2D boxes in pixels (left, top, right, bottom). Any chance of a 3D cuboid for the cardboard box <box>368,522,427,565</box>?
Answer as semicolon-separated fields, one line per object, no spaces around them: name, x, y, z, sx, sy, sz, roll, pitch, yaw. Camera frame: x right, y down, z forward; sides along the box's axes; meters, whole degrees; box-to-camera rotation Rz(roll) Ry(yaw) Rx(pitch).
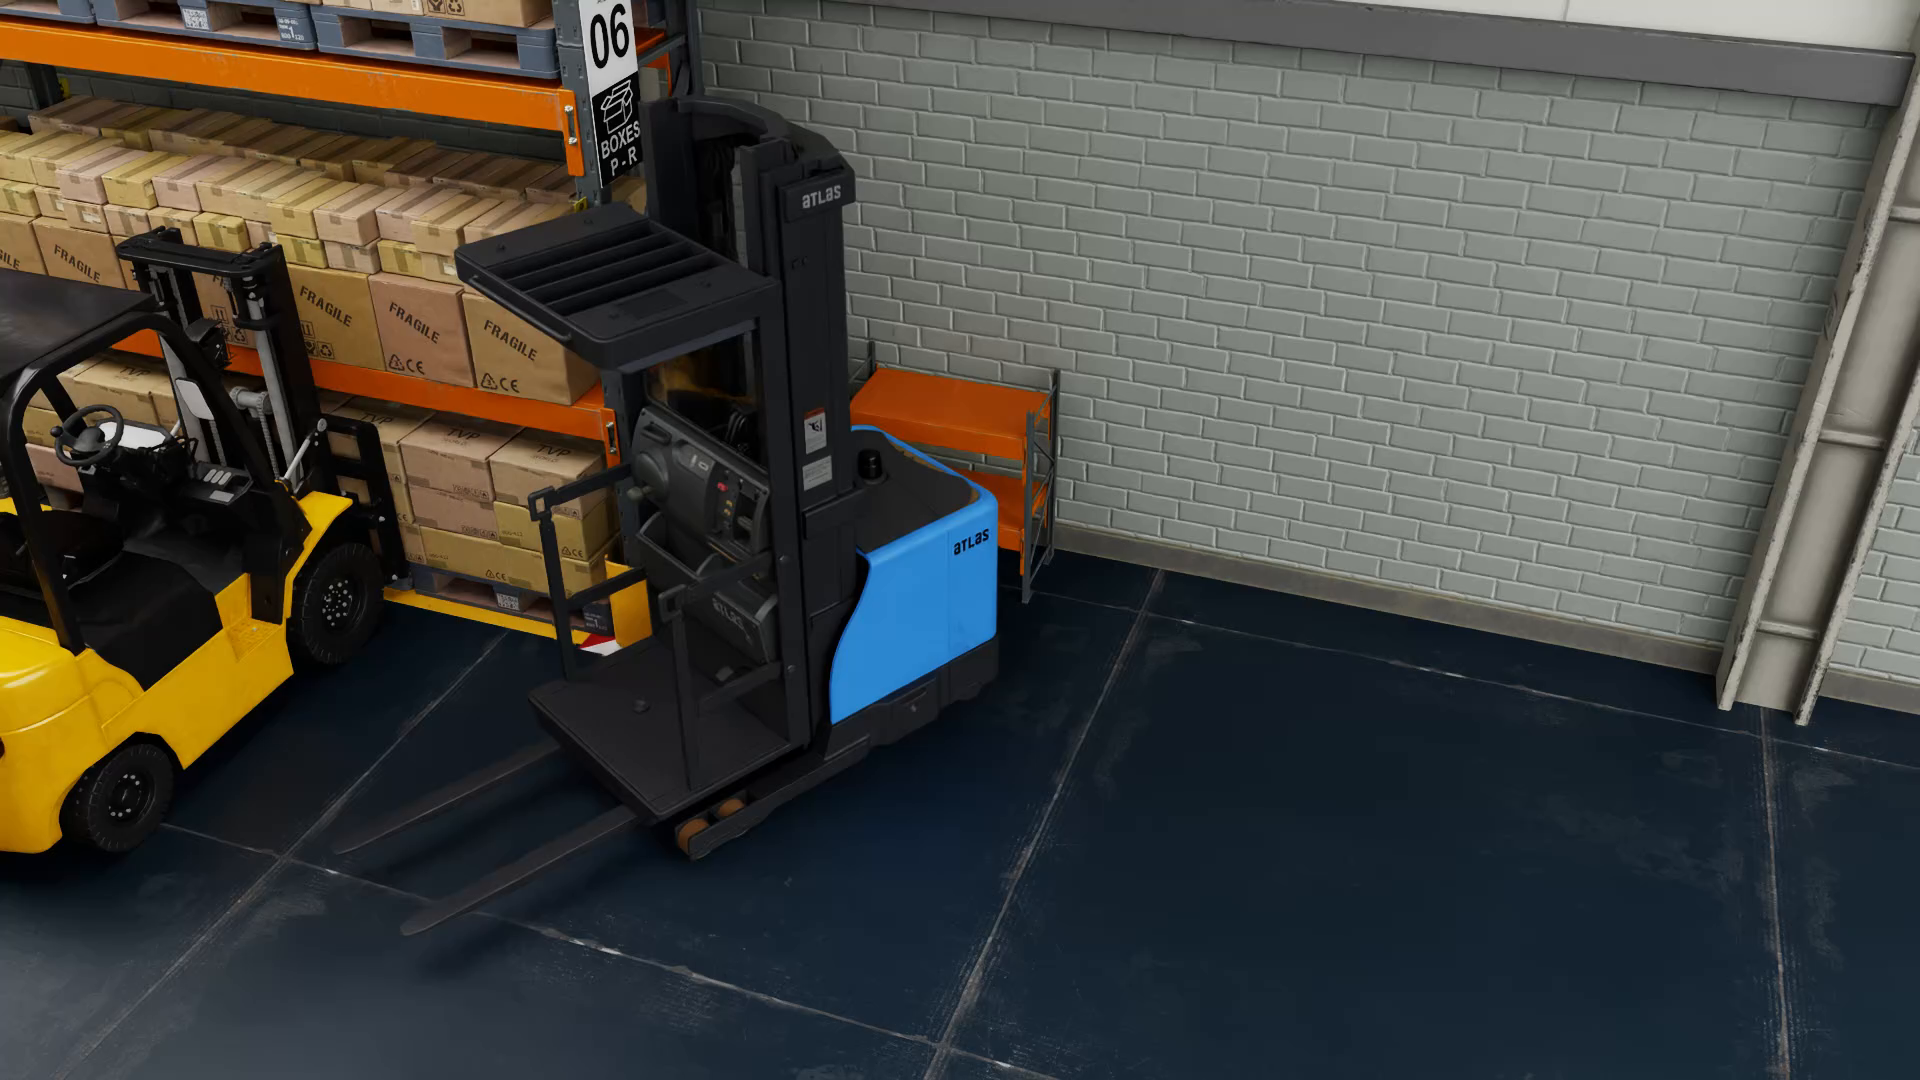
cardboard box;-2.910;-0.144;8.824;0.500;0.250;0.500;11;35;17

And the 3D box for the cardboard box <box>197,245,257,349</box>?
cardboard box;-3.425;-1.284;8.349;0.500;0.500;0.500;11;35;17

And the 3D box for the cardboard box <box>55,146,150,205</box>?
cardboard box;-4.266;-1.825;8.314;0.250;0.149;0.380;12;35;18

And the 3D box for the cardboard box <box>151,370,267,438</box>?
cardboard box;-3.894;-0.747;8.836;0.500;0.250;0.500;12;35;18

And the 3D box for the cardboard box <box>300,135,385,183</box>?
cardboard box;-3.119;-1.914;8.453;0.250;0.149;0.380;11;34;17

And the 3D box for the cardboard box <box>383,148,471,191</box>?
cardboard box;-2.645;-1.811;8.293;0.250;0.149;0.380;12;35;18

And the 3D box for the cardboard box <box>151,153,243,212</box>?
cardboard box;-3.754;-1.773;8.234;0.250;0.149;0.380;11;34;16

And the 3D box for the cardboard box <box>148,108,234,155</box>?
cardboard box;-4.059;-2.151;8.820;0.250;0.149;0.380;10;34;16

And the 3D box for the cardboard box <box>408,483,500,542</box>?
cardboard box;-2.460;-0.264;8.549;0.500;0.250;0.500;11;34;16

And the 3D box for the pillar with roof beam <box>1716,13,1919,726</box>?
pillar with roof beam;2.416;-0.818;2.189;0.400;9.000;9.100;11;34;16

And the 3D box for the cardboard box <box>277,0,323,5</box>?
cardboard box;-2.858;-2.722;7.332;0.500;0.500;0.700;11;35;17

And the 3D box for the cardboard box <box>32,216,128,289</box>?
cardboard box;-4.368;-1.479;8.651;0.500;0.500;0.500;12;35;17

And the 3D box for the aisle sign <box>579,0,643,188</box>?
aisle sign;-1.465;-1.937;7.055;0.004;0.787;0.394;11;34;16

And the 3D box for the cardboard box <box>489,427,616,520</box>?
cardboard box;-1.967;-0.373;8.256;0.500;0.250;0.500;12;35;18

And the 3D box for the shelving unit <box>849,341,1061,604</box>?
shelving unit;-0.062;-0.360;8.738;1.048;1.125;0.538;11;34;16

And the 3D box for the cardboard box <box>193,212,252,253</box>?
cardboard box;-3.534;-1.567;8.190;0.250;0.149;0.380;10;34;15

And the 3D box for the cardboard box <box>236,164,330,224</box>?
cardboard box;-3.282;-1.681;8.093;0.250;0.149;0.380;12;35;17

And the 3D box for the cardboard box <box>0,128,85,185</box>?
cardboard box;-4.711;-1.975;8.548;0.250;0.149;0.380;12;35;17

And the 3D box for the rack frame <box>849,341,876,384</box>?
rack frame;-0.543;-0.449;8.877;0.032;1.125;0.500;11;34;16

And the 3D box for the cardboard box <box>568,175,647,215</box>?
cardboard box;-1.672;-1.616;7.992;0.250;0.149;0.380;10;34;16

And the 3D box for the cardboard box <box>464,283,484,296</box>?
cardboard box;-2.100;-1.273;7.734;0.250;0.149;0.380;12;35;17

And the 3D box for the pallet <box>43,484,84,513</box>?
pallet;-4.459;-0.400;9.643;1.213;0.211;1.003;11;34;16

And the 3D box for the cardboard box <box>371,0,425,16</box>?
cardboard box;-2.311;-2.376;7.119;0.250;0.149;0.380;10;34;15

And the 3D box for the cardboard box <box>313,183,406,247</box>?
cardboard box;-2.827;-1.542;7.876;0.250;0.149;0.380;12;35;18

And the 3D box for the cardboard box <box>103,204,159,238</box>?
cardboard box;-4.030;-1.648;8.316;0.250;0.149;0.380;11;34;16

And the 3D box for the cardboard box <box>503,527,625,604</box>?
cardboard box;-1.977;0.048;8.527;0.500;0.250;0.500;11;35;17

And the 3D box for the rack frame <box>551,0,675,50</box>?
rack frame;-1.428;-3.527;6.384;0.127;3.000;1.000;11;34;16

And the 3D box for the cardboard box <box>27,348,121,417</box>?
cardboard box;-4.844;-0.931;9.120;0.500;0.250;0.500;10;34;16

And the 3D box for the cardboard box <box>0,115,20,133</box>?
cardboard box;-5.452;-2.227;9.211;0.250;0.149;0.380;10;34;15

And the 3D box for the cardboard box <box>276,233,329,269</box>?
cardboard box;-3.065;-1.464;8.029;0.250;0.149;0.380;11;35;17

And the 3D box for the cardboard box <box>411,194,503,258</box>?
cardboard box;-2.335;-1.467;7.761;0.250;0.149;0.380;12;35;18

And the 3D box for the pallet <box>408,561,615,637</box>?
pallet;-2.162;0.046;8.951;1.213;0.211;1.003;11;34;16

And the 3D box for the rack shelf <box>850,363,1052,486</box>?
rack shelf;-0.062;-0.606;8.579;1.000;0.278;0.538;11;34;16

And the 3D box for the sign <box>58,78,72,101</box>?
sign;-5.008;-2.419;9.328;0.005;0.325;0.100;11;34;16

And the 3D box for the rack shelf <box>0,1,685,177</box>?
rack shelf;-3.311;-2.330;7.960;4.000;0.370;1.077;11;34;16

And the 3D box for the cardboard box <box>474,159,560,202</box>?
cardboard box;-2.161;-1.723;8.156;0.250;0.149;0.380;12;35;17

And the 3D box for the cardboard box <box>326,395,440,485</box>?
cardboard box;-2.928;-0.550;8.531;0.500;0.250;0.500;11;35;17

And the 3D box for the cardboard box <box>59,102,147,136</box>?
cardboard box;-4.569;-2.207;8.906;0.250;0.149;0.380;10;34;15

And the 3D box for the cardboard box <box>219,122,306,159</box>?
cardboard box;-3.597;-2.023;8.621;0.250;0.149;0.380;11;34;16

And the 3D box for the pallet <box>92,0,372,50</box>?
pallet;-3.237;-2.594;7.787;1.213;0.211;1.003;11;34;16

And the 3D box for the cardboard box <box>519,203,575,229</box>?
cardboard box;-1.837;-1.404;7.662;0.250;0.149;0.380;11;34;17

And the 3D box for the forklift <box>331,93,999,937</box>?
forklift;-1.245;-0.192;6.814;3.031;2.935;1.130;-26;41;-34

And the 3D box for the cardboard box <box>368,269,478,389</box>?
cardboard box;-2.465;-1.104;8.070;0.500;0.500;0.500;12;35;18

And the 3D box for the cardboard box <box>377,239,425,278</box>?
cardboard box;-2.553;-1.403;7.935;0.250;0.149;0.380;11;34;16

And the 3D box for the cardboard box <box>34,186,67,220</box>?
cardboard box;-4.483;-1.780;8.520;0.250;0.149;0.380;11;34;16

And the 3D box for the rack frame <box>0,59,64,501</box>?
rack frame;-5.194;-1.738;9.145;0.127;3.000;1.000;11;34;16

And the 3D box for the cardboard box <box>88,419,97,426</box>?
cardboard box;-4.368;-0.632;9.119;0.500;0.250;0.500;11;34;16

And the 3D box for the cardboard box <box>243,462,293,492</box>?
cardboard box;-3.423;-0.442;8.823;0.500;0.250;0.500;11;34;16
